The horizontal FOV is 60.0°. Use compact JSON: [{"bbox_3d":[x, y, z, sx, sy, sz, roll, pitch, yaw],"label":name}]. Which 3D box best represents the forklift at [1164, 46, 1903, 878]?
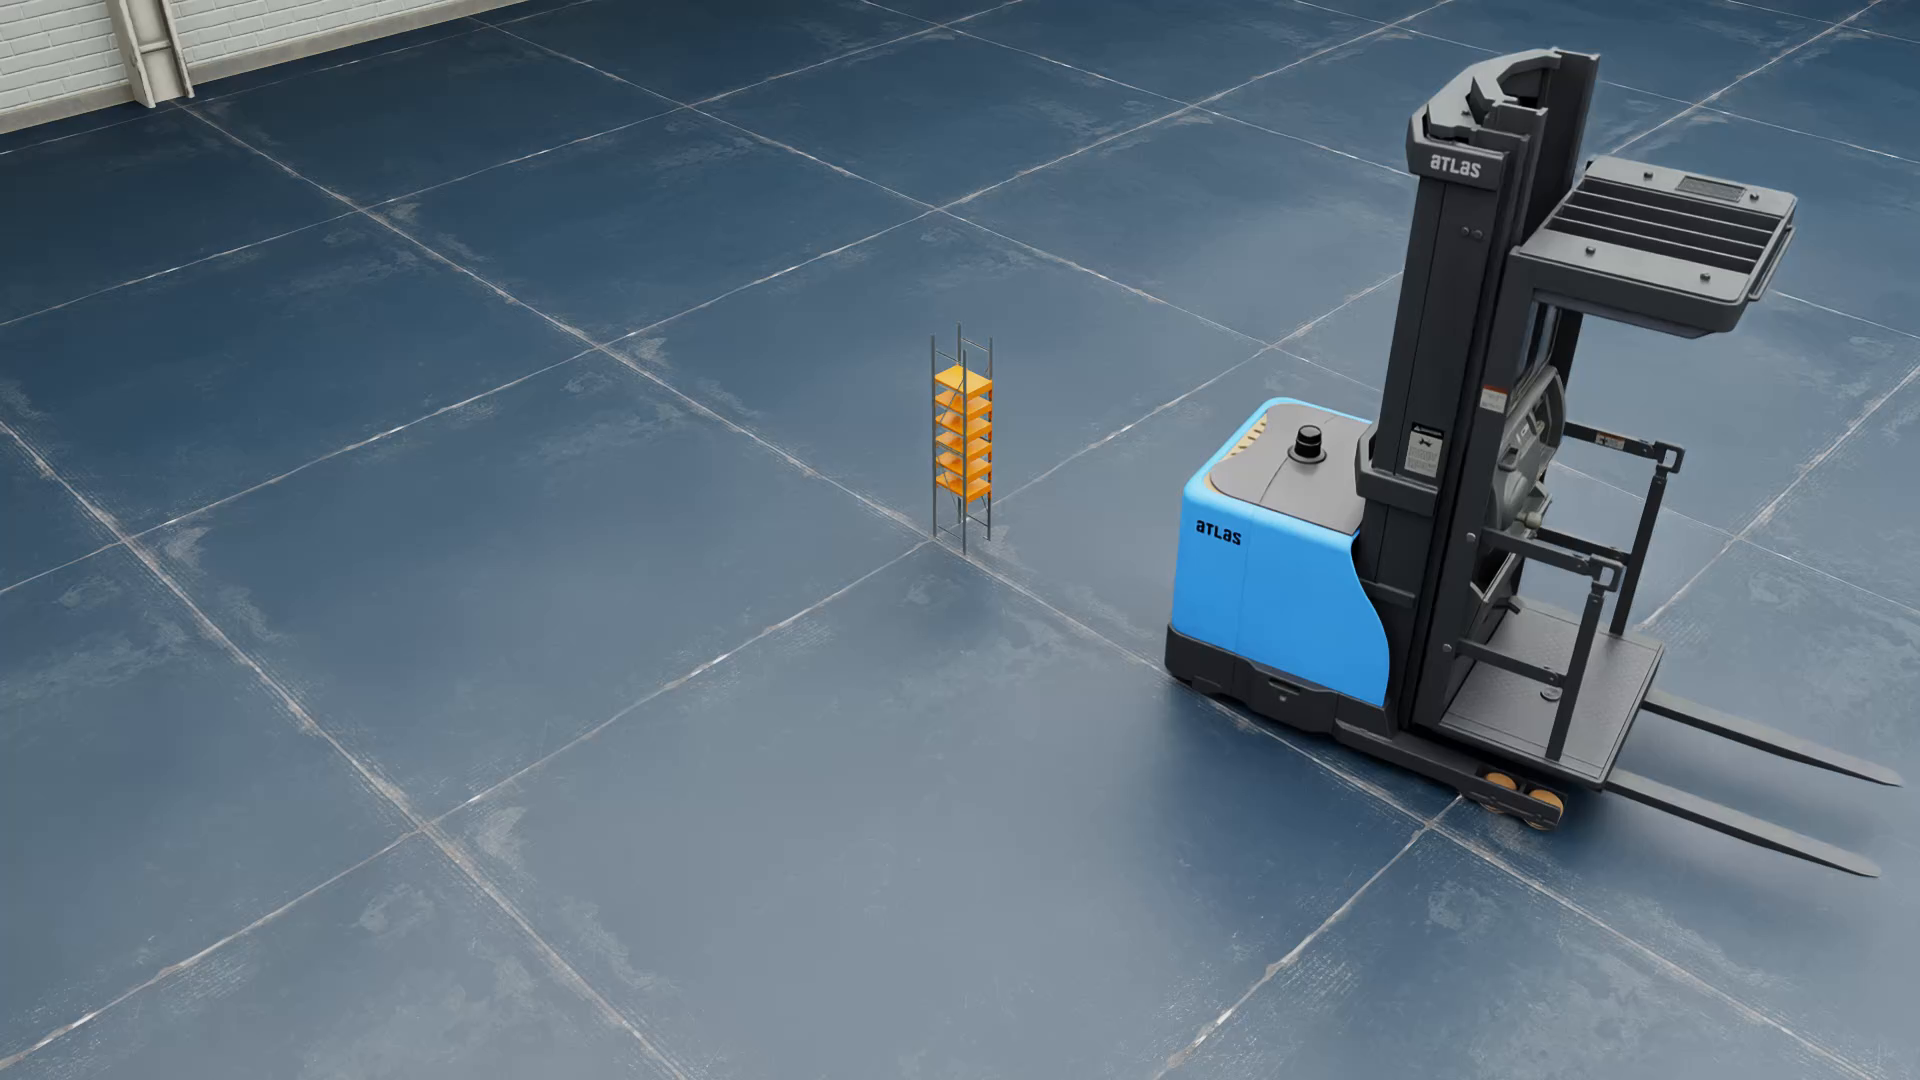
[{"bbox_3d":[2.476,-0.332,6.655,3.031,2.935,1.130,20,40,26],"label":"forklift"}]

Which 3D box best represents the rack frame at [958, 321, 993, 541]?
[{"bbox_3d":[0.075,-0.535,8.459,0.240,1.200,0.006,30,45,35],"label":"rack frame"}]

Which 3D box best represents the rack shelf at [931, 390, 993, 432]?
[{"bbox_3d":[0.010,-0.658,8.294,0.258,0.103,0.180,30,45,35],"label":"rack shelf"}]

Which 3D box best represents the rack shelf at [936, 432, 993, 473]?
[{"bbox_3d":[0.010,-0.462,8.431,0.258,0.103,0.180,30,45,35],"label":"rack shelf"}]

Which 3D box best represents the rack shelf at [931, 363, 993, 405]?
[{"bbox_3d":[0.010,-0.757,8.225,0.258,0.103,0.180,30,45,35],"label":"rack shelf"}]

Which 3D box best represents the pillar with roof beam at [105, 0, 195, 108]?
[{"bbox_3d":[-3.704,-5.715,9.068,9.100,9.000,0.400,30,45,35],"label":"pillar with roof beam"}]

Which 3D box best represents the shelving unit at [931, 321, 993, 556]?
[{"bbox_3d":[0.010,-0.498,8.406,0.258,1.200,0.189,30,45,35],"label":"shelving unit"}]

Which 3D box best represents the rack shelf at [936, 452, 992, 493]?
[{"bbox_3d":[0.010,-0.363,8.500,0.258,0.103,0.180,30,45,35],"label":"rack shelf"}]

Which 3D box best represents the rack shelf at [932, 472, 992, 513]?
[{"bbox_3d":[0.010,-0.265,8.569,0.258,0.103,0.180,30,45,35],"label":"rack shelf"}]

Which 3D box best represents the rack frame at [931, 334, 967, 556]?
[{"bbox_3d":[-0.054,-0.461,8.353,0.240,1.200,0.006,30,45,35],"label":"rack frame"}]

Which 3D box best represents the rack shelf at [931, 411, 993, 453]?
[{"bbox_3d":[0.010,-0.560,8.363,0.258,0.103,0.180,30,45,35],"label":"rack shelf"}]
